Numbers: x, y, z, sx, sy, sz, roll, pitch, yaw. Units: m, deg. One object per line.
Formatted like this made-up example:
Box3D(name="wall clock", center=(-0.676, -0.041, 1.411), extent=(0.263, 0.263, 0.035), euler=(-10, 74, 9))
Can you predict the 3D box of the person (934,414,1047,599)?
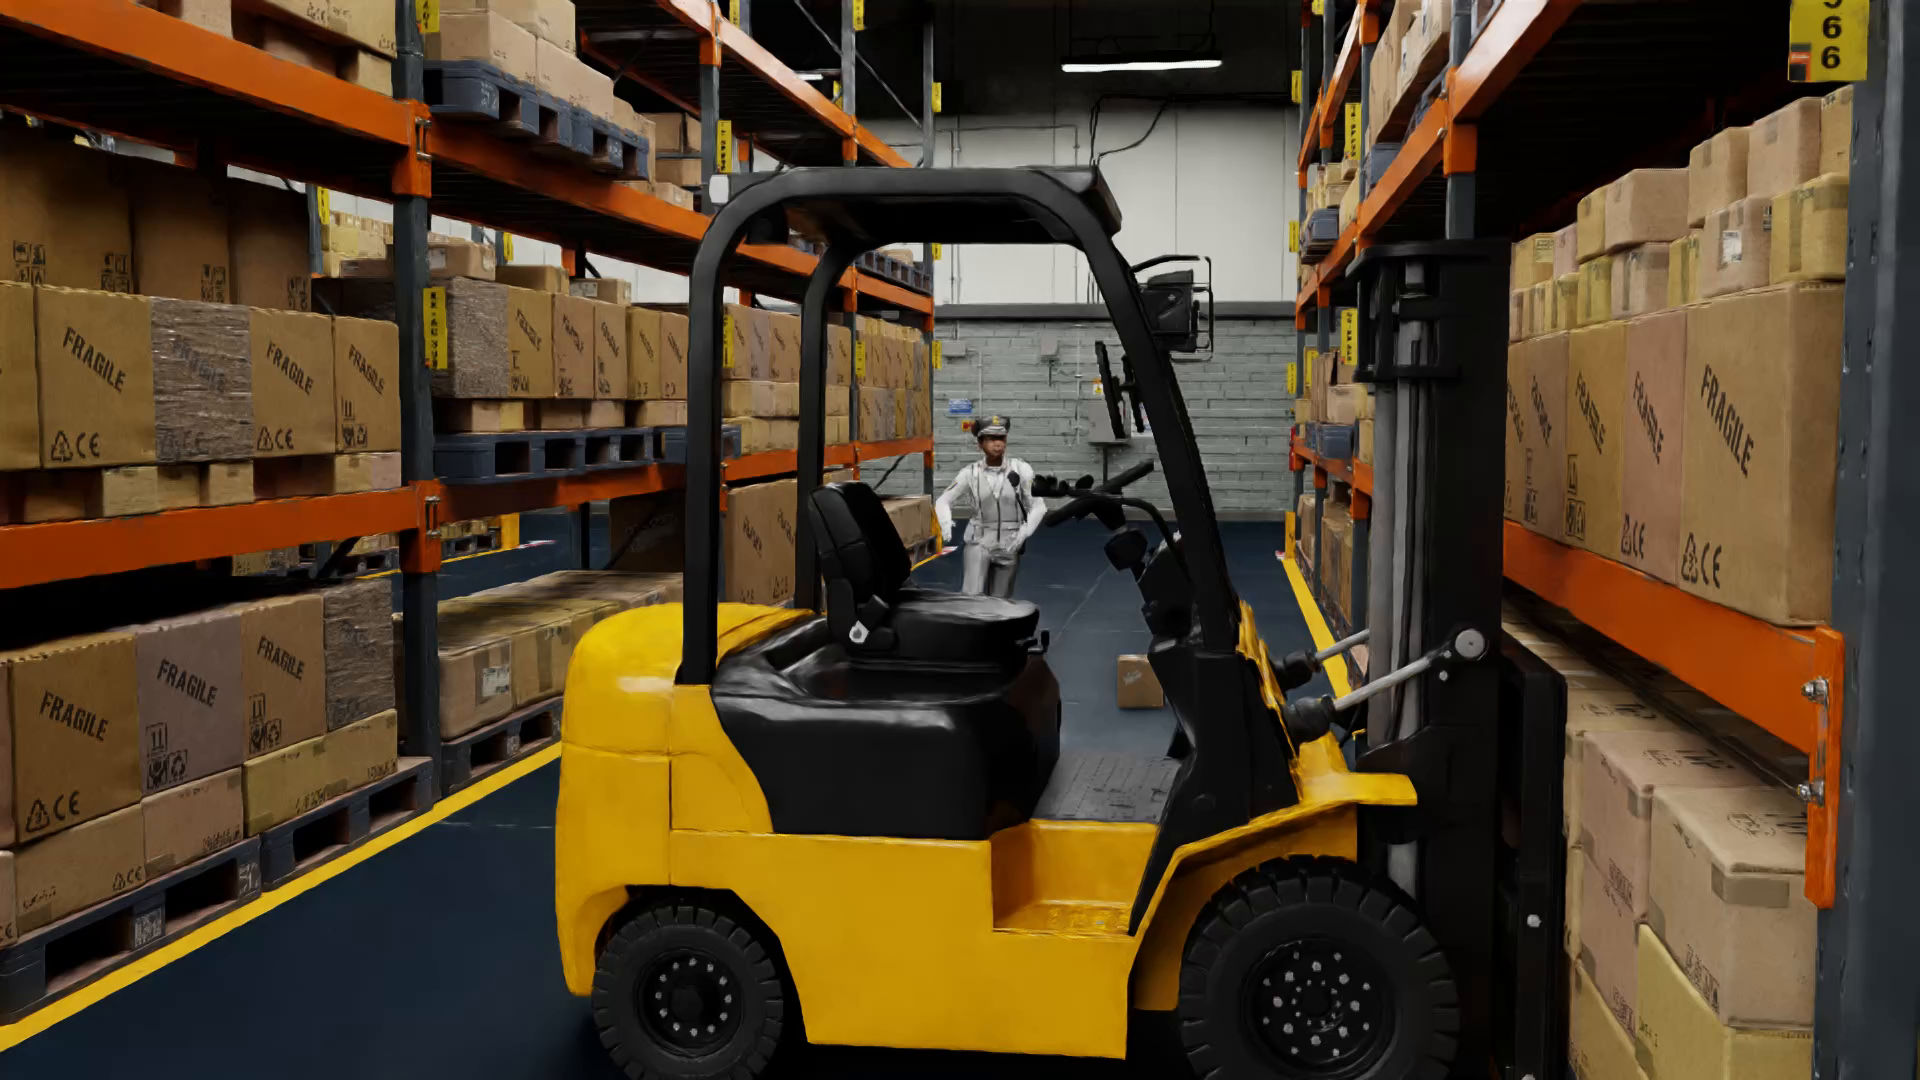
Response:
Box3D(name="person", center=(0.185, 0.016, 10.089), extent=(0.685, 1.562, 0.919), euler=(-1, 5, -12))
